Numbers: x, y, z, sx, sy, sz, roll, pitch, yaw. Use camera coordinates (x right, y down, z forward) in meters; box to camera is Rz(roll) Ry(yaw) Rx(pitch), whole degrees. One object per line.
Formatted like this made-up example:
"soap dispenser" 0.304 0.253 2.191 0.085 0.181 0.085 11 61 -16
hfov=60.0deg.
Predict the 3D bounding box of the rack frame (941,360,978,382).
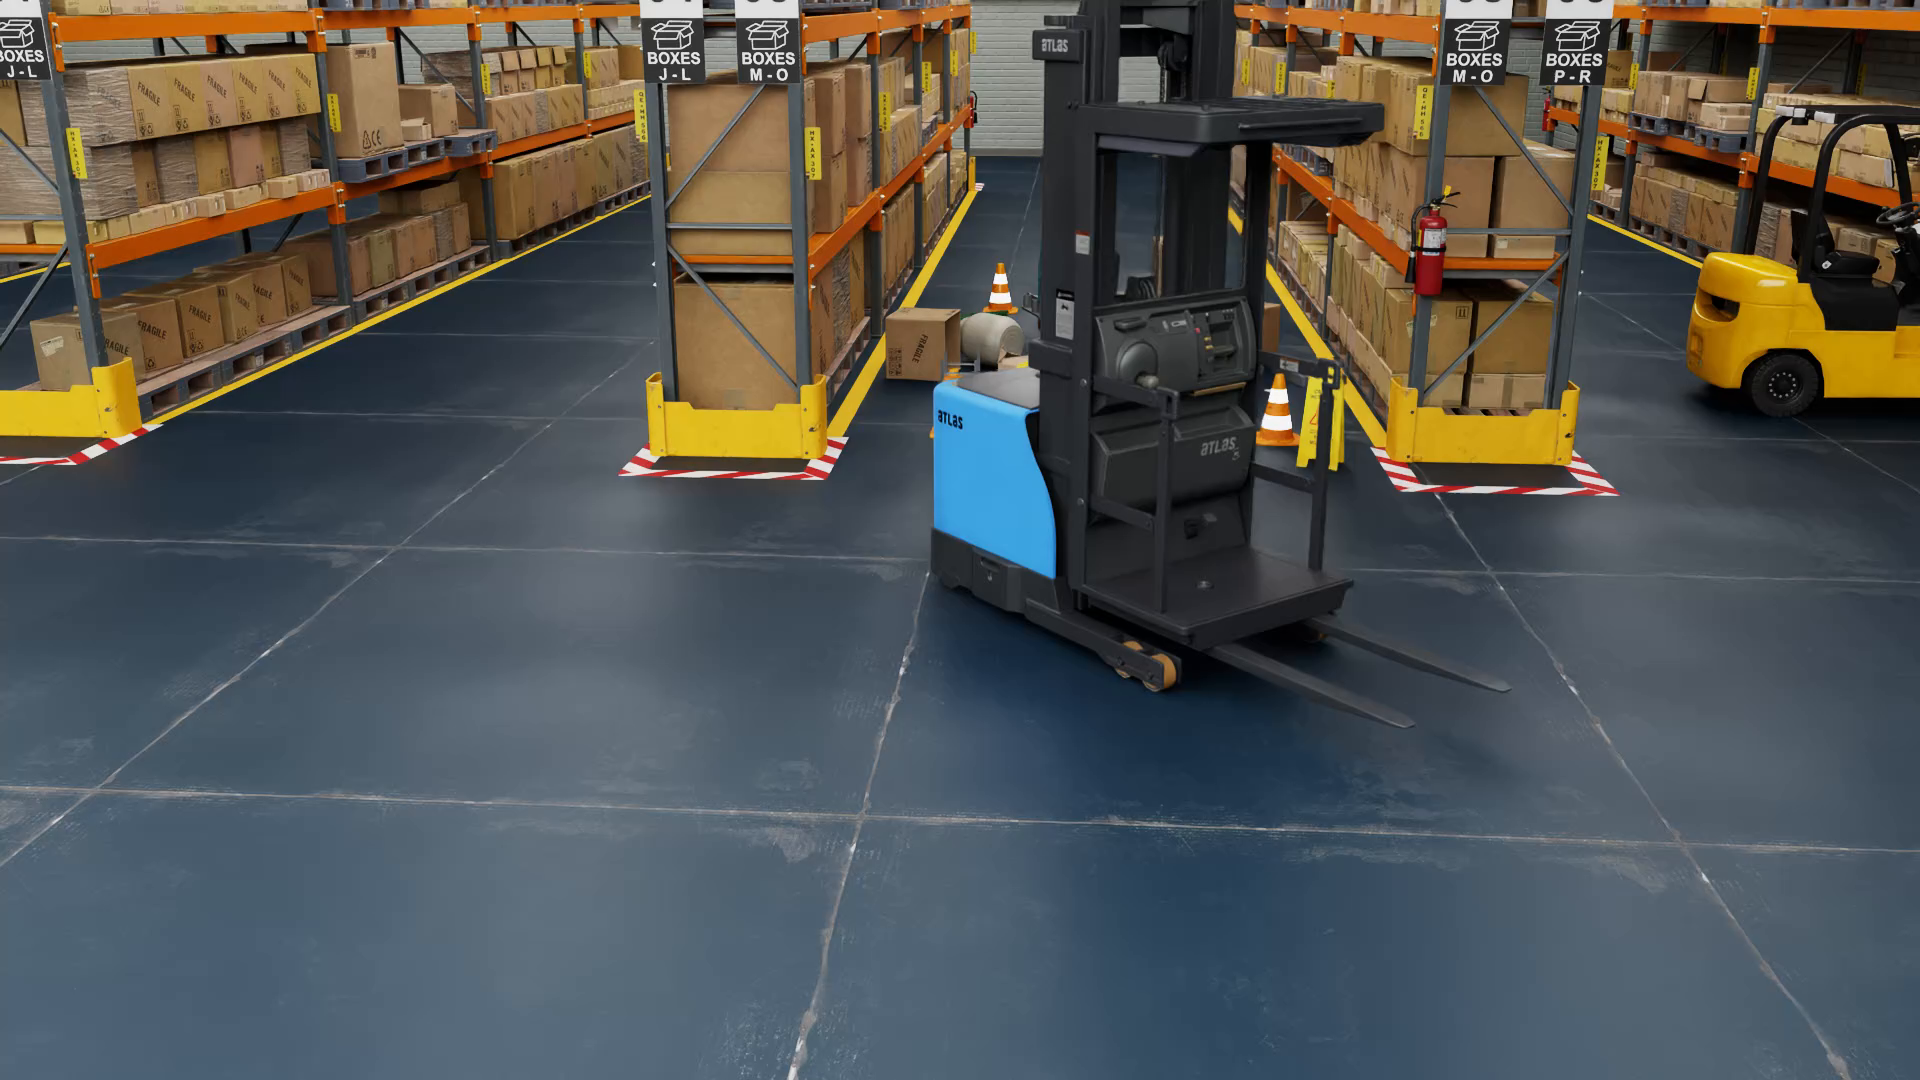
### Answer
"rack frame" -0.005 -0.478 9.195 0.200 1.050 0.008 1 18 4

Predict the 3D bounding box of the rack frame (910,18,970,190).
"rack frame" -0.346 -7.006 25.986 1.000 3.000 0.127 1 18 4

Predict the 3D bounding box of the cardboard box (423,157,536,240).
"cardboard box" -5.789 -4.067 19.755 1.225 0.875 0.875 0 18 1

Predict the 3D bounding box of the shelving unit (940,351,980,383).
"shelving unit" 0.004 -0.516 9.310 0.215 1.050 0.252 1 18 4

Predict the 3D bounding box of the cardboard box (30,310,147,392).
"cardboard box" -6.371 -1.384 12.169 0.500 0.500 0.500 5 19 14

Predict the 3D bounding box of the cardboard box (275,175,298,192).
"cardboard box" -5.973 -3.074 14.392 0.380 0.149 0.250 1 18 4

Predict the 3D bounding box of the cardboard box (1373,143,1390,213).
"cardboard box" 3.296 -2.632 11.999 0.500 0.500 0.500 1 18 4

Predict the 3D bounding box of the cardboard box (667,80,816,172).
"cardboard box" -1.428 -2.735 10.978 0.875 0.550 0.550 1 18 4

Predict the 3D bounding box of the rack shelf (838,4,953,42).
"rack shelf" -0.776 -6.226 19.944 1.077 0.370 4.000 1 18 4

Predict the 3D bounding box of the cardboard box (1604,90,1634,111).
"cardboard box" 9.078 -5.964 22.571 0.500 0.250 0.500 1 18 4

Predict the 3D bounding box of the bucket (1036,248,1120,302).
"bucket" 1.084 -2.352 14.599 0.726 0.611 0.620 8 10 23

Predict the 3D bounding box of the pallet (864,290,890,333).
"pallet" -1.226 -2.195 15.782 1.003 0.211 1.213 1 18 4

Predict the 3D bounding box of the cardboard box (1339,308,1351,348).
"cardboard box" 3.400 -1.749 13.685 0.500 0.250 0.500 2 18 7

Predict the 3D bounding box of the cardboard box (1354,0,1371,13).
"cardboard box" 3.394 -4.334 13.419 0.380 0.149 0.250 1 18 4

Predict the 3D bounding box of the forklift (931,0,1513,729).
"forklift" 1.119 -0.891 7.436 1.130 2.935 3.031 -13 22 -34

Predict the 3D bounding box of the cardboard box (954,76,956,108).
"cardboard box" -0.317 -6.254 23.054 0.500 0.500 0.500 1 18 4

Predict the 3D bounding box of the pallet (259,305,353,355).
"pallet" -6.159 -1.886 14.841 1.003 0.211 1.213 1 18 4

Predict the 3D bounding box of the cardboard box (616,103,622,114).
"cardboard box" -5.127 -6.273 24.154 0.380 0.149 0.250 1 18 5

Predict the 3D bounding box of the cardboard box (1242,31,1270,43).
"cardboard box" 4.174 -7.090 23.436 0.380 0.149 0.250 1 18 4

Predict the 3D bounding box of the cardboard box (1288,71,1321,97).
"cardboard box" 3.762 -4.696 17.624 0.500 0.500 0.500 1 18 2

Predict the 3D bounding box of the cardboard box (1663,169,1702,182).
"cardboard box" 9.016 -4.536 20.747 0.380 0.149 0.250 1 18 3

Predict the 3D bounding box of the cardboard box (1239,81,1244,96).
"cardboard box" 4.122 -6.041 22.883 0.500 0.500 0.500 1 18 3

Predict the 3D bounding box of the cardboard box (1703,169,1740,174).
"cardboard box" 9.510 -4.536 20.748 0.380 0.149 0.250 0 18 1

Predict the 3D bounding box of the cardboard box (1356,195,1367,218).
"cardboard box" 3.295 -2.592 12.921 0.380 0.149 0.250 1 18 4

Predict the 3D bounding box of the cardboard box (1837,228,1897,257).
"cardboard box" 8.779 -2.564 15.570 0.875 0.625 0.625 1 18 3

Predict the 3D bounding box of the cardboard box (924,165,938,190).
"cardboard box" -0.544 -4.409 20.196 0.500 0.250 0.500 1 18 4

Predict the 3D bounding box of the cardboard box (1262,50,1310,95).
"cardboard box" 3.916 -5.602 19.935 0.500 0.500 0.500 1 18 3

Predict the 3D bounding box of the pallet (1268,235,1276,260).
"pallet" 4.157 -3.360 19.338 1.003 0.211 1.213 1 18 4

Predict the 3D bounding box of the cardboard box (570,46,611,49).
"cardboard box" -5.625 -7.276 25.369 0.500 0.500 0.500 1 18 3

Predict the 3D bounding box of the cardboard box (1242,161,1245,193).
"cardboard box" 4.528 -5.137 23.723 0.875 0.438 0.875 1 18 2

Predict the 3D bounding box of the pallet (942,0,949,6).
"pallet" -0.783 -6.910 21.179 1.213 0.211 1.003 1 18 4

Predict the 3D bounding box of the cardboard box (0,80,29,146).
"cardboard box" -6.640 -3.019 11.575 0.500 0.500 0.500 1 18 4

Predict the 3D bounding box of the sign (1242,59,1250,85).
"sign" 3.758 -6.145 21.842 0.100 0.325 0.005 1 18 4

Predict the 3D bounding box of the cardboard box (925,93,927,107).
"cardboard box" -0.593 -5.288 19.996 0.380 0.149 0.250 1 18 3

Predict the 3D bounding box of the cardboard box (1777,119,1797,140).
"cardboard box" 8.664 -4.211 16.894 0.500 0.250 0.500 2 18 6

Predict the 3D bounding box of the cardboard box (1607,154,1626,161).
"cardboard box" 9.311 -5.376 24.353 0.700 0.500 0.500 2 18 6

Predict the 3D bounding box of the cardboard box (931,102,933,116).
"cardboard box" -0.534 -5.393 20.794 0.380 0.149 0.250 1 18 2

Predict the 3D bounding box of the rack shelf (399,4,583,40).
"rack shelf" -5.716 -6.368 20.377 1.077 0.370 4.000 1 18 4

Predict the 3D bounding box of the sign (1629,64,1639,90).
"sign" 8.721 -5.996 21.513 0.100 0.325 0.005 1 18 4

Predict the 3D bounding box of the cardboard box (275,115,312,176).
"cardboard box" -6.240 -3.471 14.561 0.875 0.500 0.500 1 18 4

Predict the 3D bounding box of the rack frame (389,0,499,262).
"rack frame" -5.859 -4.663 18.837 1.000 3.000 0.127 1 18 4

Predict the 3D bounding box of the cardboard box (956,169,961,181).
"cardboard box" -0.188 -5.334 24.309 0.380 0.149 0.250 1 18 4

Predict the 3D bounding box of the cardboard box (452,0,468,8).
"cardboard box" -5.649 -5.864 17.926 0.500 0.250 0.500 1 18 4

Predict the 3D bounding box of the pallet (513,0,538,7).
"pallet" -5.789 -6.547 20.073 1.003 0.211 1.213 2 18 6

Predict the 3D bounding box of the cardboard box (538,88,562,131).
"cardboard box" -5.406 -5.486 21.186 0.500 0.500 0.500 1 18 3

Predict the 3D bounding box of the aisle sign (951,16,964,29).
"aisle sign" -0.041 -8.257 25.630 0.394 0.787 0.004 1 18 4

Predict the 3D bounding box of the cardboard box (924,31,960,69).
"cardboard box" -0.268 -6.879 23.356 0.500 0.500 0.500 2 18 5

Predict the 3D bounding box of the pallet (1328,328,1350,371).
"pallet" 3.726 -1.665 14.166 1.003 0.211 1.213 1 18 4

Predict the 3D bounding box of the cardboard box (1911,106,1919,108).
"cardboard box" 9.073 -3.945 15.442 0.380 0.149 0.250 1 18 3

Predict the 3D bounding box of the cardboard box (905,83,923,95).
"cardboard box" -0.635 -5.265 19.447 0.380 0.149 0.250 1 18 2

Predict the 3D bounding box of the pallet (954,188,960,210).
"pallet" -0.535 -5.027 24.427 1.003 0.211 1.213 1 18 4

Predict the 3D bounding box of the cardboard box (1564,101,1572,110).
"cardboard box" 9.281 -6.521 24.912 0.380 0.149 0.250 2 18 5

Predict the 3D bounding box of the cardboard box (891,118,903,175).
"cardboard box" -0.826 -3.796 16.029 0.500 0.500 0.500 1 18 4

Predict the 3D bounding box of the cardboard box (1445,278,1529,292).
"cardboard box" 3.820 -1.621 12.089 0.500 0.500 0.500 1 18 2
